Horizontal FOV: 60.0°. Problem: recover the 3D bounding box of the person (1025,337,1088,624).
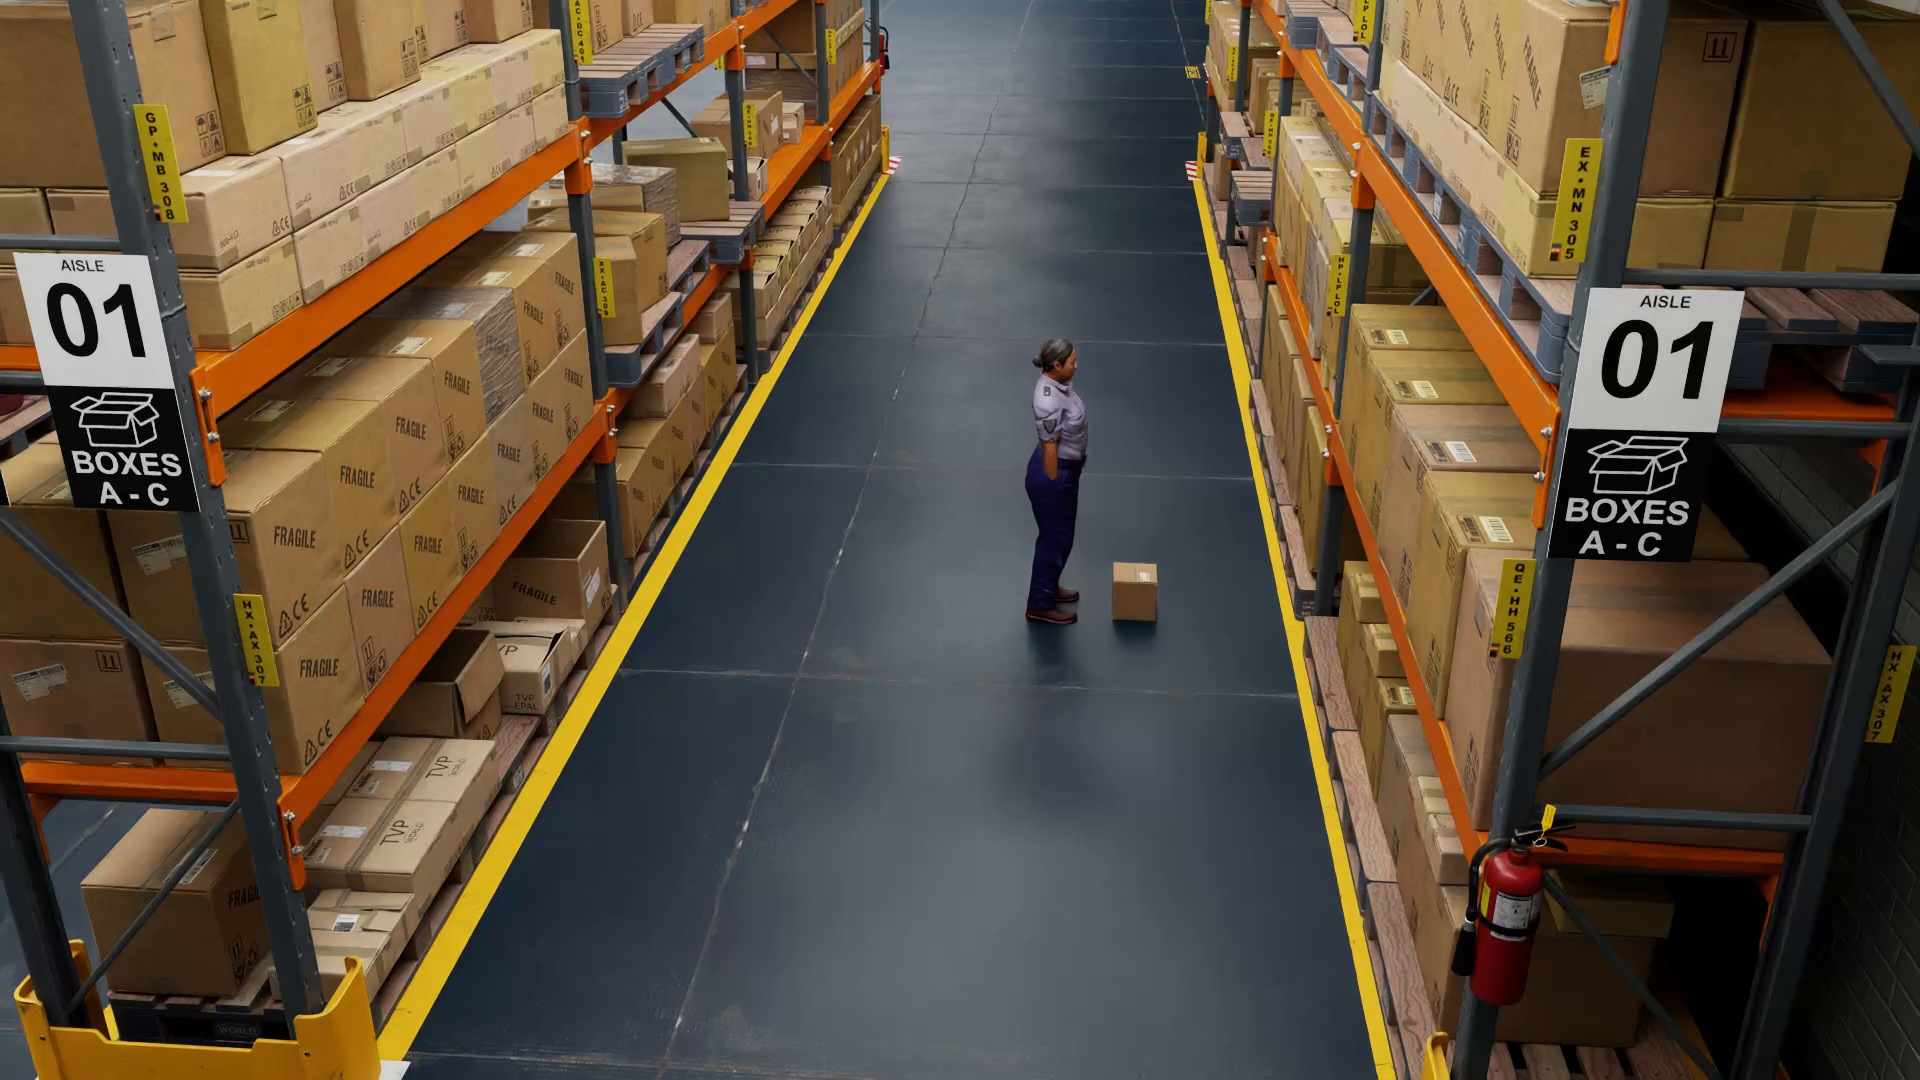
[{"bbox_3d":[0.544,-0.347,9.408,0.342,1.633,0.470,2,25,5],"label":"person"}]
